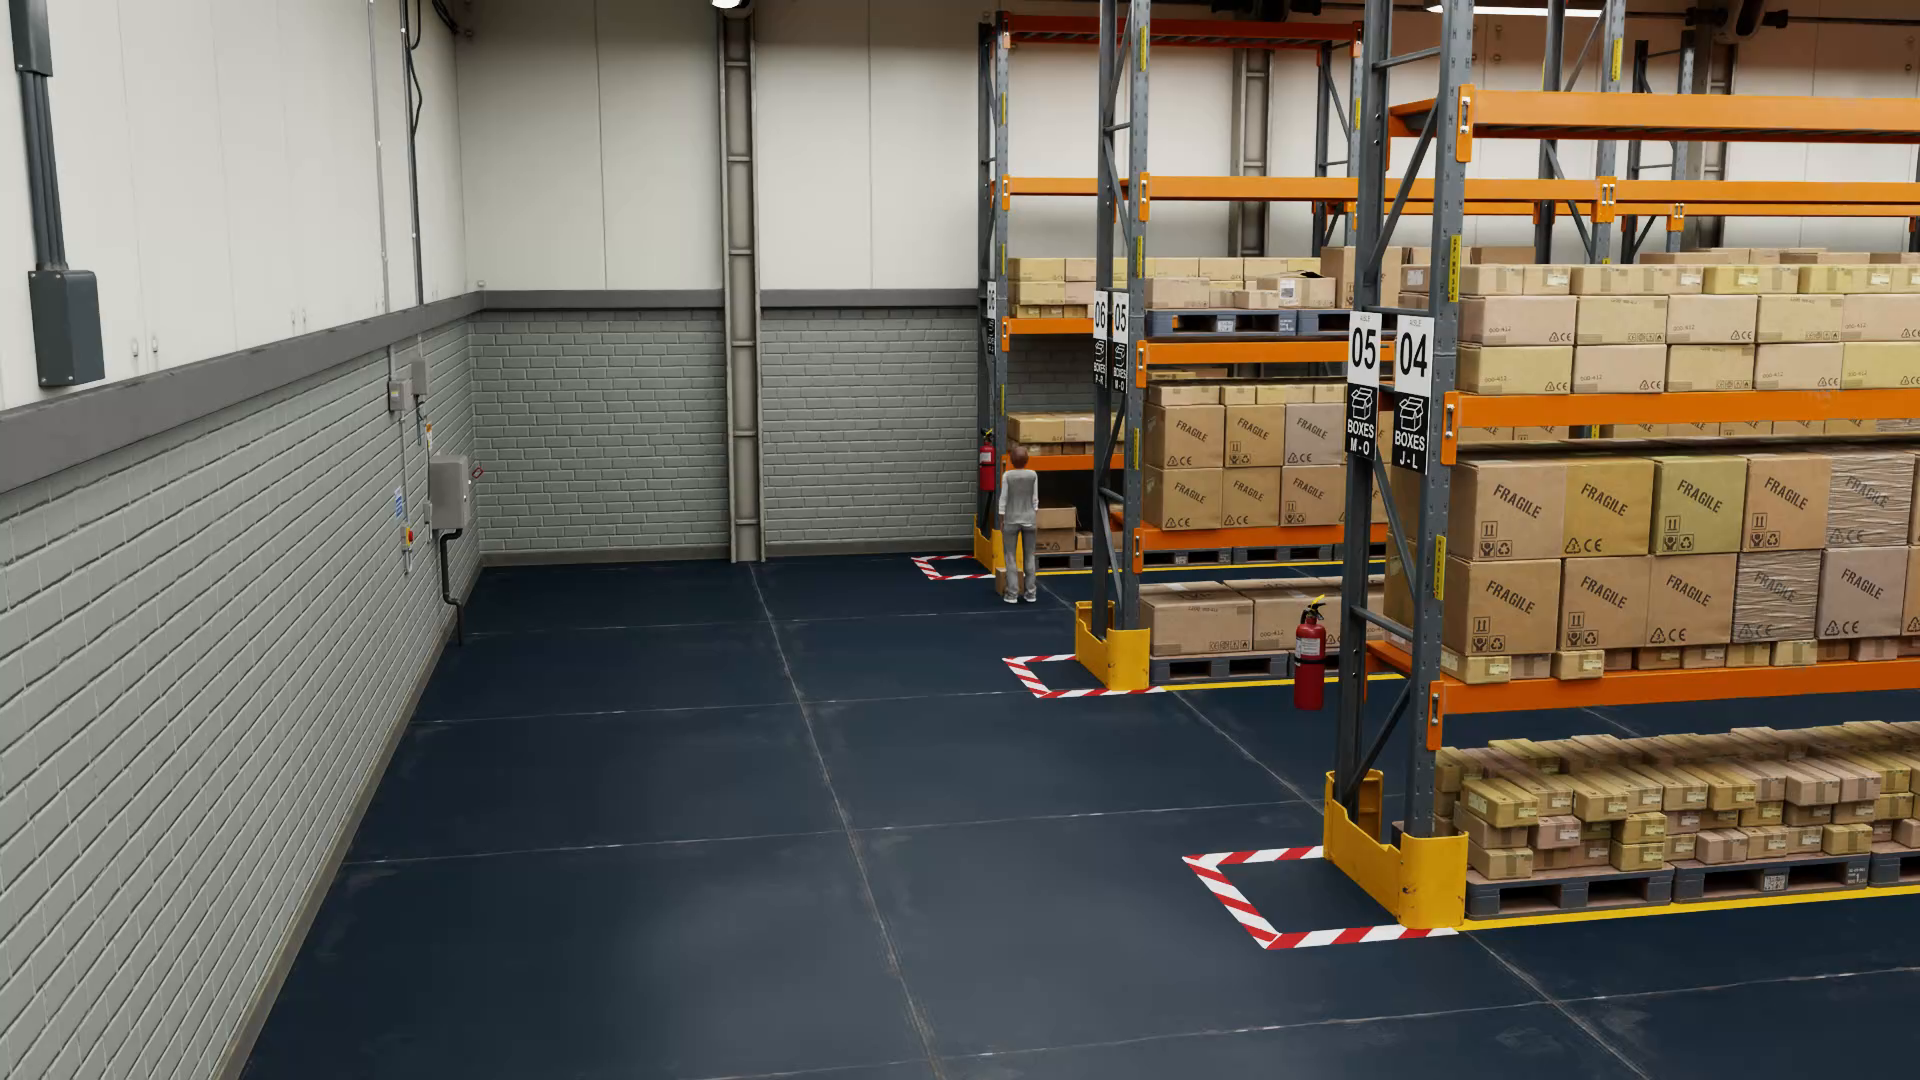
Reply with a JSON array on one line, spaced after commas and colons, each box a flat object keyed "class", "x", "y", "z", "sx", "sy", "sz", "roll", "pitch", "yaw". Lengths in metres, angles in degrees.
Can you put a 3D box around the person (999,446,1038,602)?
[{"class": "person", "x": 0.588, "y": -0.152, "z": 16.842, "sx": 0.407, "sy": 1.589, "sz": 0.304, "roll": -2, "pitch": 10, "yaw": -10}]
